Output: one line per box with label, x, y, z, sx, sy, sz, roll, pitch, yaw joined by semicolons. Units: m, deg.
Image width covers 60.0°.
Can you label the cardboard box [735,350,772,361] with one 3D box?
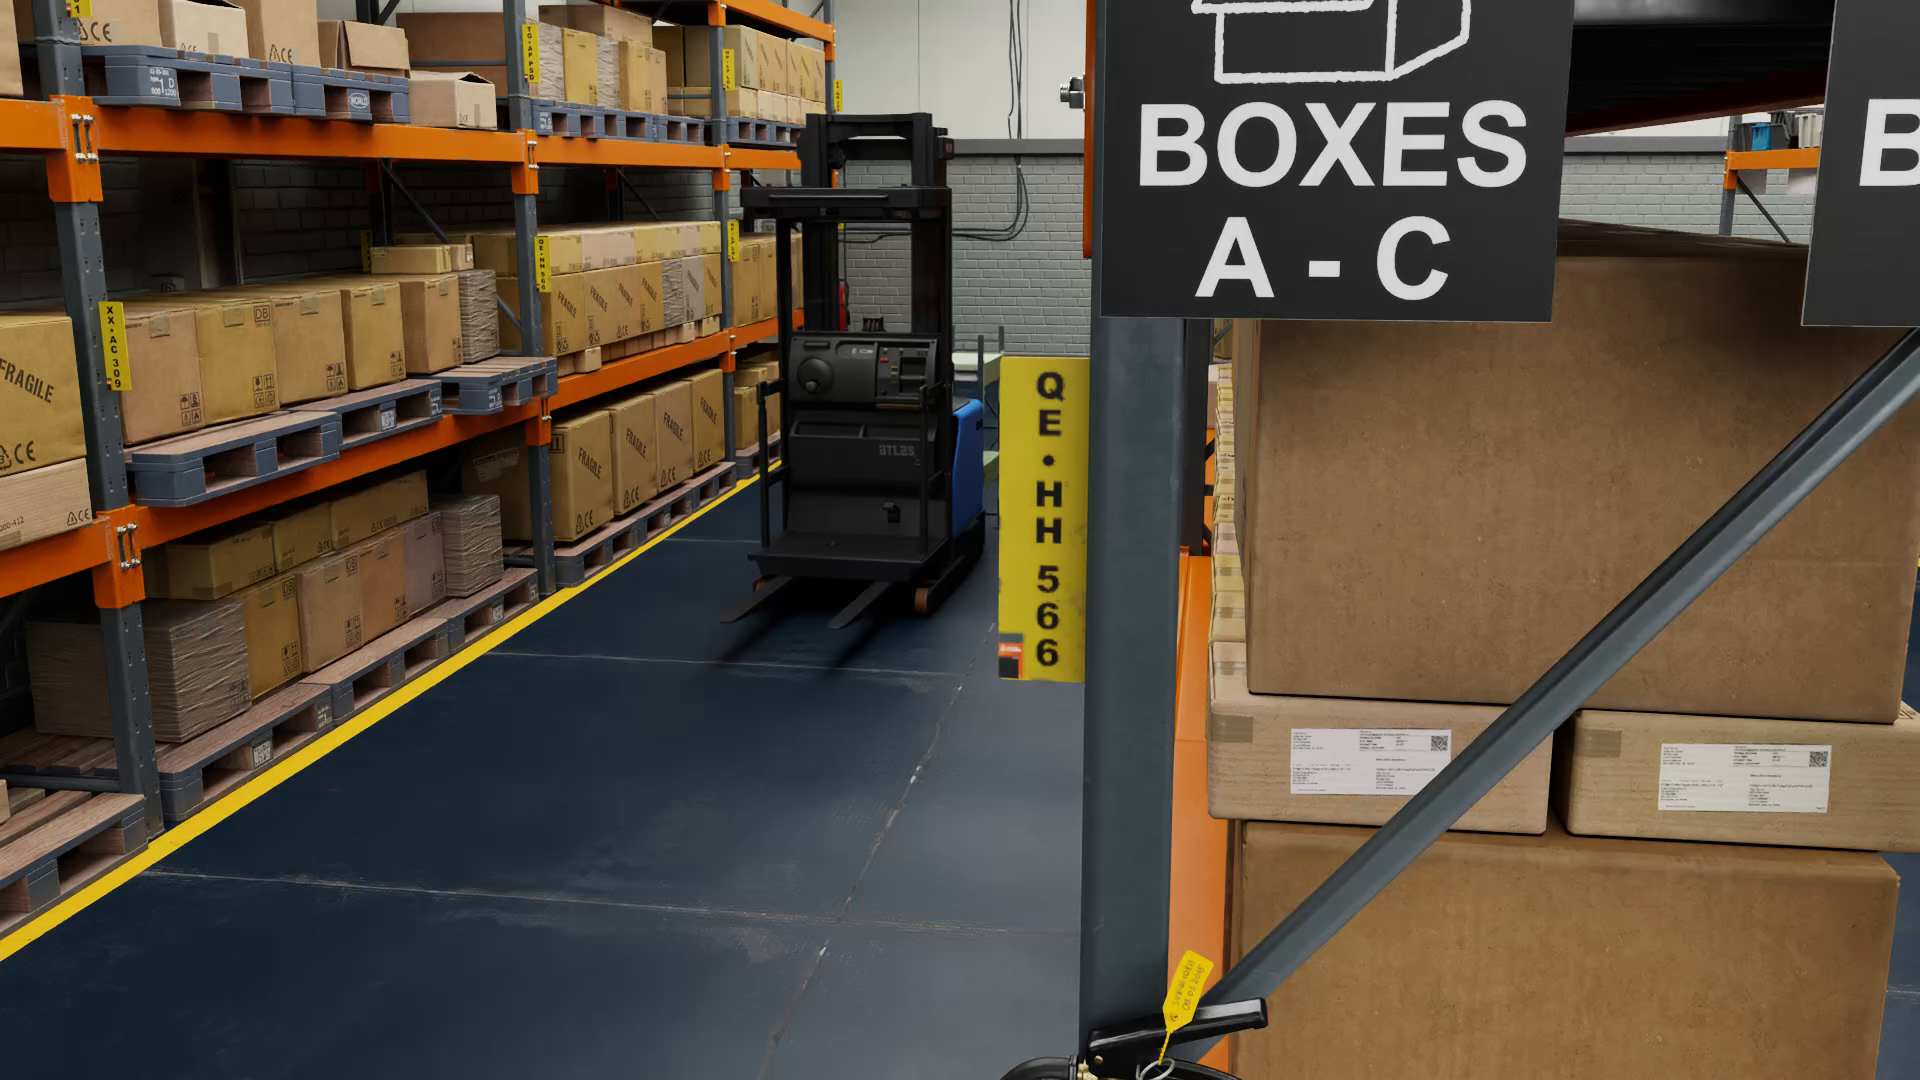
cardboard box;-2.115;-1.832;16.770;0.380;0.149;0.250;2;12;9

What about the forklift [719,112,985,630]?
forklift;-0.642;-1.074;10.021;1.130;2.935;3.031;3;12;12

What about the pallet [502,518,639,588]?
pallet;-2.847;0.061;11.208;1.003;0.211;1.213;2;12;9

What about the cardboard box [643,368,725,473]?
cardboard box;-2.399;-0.988;13.562;0.750;0.750;0.750;2;12;9

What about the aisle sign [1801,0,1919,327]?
aisle sign;0.915;-0.562;1.312;0.394;0.787;0.004;2;12;9

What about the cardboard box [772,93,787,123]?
cardboard box;-1.896;-3.968;15.287;0.500;0.250;0.500;2;12;7

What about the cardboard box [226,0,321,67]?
cardboard box;-3.305;-2.396;7.636;0.500;0.500;0.500;1;12;7

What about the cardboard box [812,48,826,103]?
cardboard box;-1.655;-4.658;16.709;0.500;0.500;0.500;2;12;8

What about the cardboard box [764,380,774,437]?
cardboard box;-2.130;-1.213;15.438;0.700;0.500;0.500;2;12;8

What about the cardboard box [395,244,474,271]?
cardboard box;-3.066;-1.648;9.701;0.380;0.149;0.250;0;12;1

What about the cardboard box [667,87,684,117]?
cardboard box;-2.554;-3.770;14.369;0.500;0.250;0.500;2;12;9

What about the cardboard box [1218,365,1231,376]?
cardboard box;1.005;-0.464;5.249;0.380;0.149;0.250;2;12;9

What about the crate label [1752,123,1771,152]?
crate label;7.516;-3.696;15.259;0.408;0.251;0.502;2;12;9

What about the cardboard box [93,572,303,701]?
cardboard box;-3.531;0.436;7.737;0.700;0.500;0.500;2;12;8

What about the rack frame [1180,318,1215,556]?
rack frame;1.238;-0.148;5.559;1.000;3.000;0.127;2;12;9

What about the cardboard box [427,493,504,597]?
cardboard box;-3.102;0.018;9.677;0.700;0.500;0.500;2;12;9

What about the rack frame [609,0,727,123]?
rack frame;-2.427;-4.905;13.395;1.000;3.000;0.127;2;12;9

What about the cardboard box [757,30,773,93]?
cardboard box;-1.968;-4.233;14.737;0.500;0.500;0.500;2;12;7

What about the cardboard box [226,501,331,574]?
cardboard box;-3.420;-0.021;8.080;0.500;0.250;0.500;2;12;7

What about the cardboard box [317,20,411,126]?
cardboard box;-3.333;-2.400;8.596;0.797;0.503;0.637;4;13;17

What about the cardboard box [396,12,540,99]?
cardboard box;-3.026;-2.971;10.259;0.700;0.500;0.500;1;12;4

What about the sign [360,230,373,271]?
sign;-3.591;-1.723;10.122;0.100;0.325;0.005;2;12;9

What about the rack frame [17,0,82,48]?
rack frame;-3.658;-3.240;5.668;1.000;3.000;0.127;2;12;9

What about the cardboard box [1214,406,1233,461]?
cardboard box;0.849;-0.251;4.262;0.380;0.149;0.250;1;12;7

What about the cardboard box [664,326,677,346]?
cardboard box;-2.385;-1.569;12.702;0.380;0.149;0.250;2;12;9

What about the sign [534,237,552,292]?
sign;-2.505;-1.652;9.978;0.100;0.325;0.005;2;12;9

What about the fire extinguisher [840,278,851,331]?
fire extinguisher;-1.333;-2.602;18.015;0.296;0.674;0.183;2;12;9

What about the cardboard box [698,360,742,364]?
cardboard box;-2.271;-1.619;15.783;0.380;0.149;0.250;2;12;9

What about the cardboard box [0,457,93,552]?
cardboard box;-3.431;-0.135;5.811;0.500;0.250;0.500;2;12;9

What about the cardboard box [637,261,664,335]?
cardboard box;-2.475;-1.758;12.038;0.500;0.500;0.500;2;12;10

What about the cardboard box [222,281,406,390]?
cardboard box;-3.274;-1.046;8.444;0.700;0.500;0.500;2;12;9

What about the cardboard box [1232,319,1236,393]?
cardboard box;1.099;-0.633;4.494;0.700;0.500;0.500;2;12;9

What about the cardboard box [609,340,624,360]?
cardboard box;-2.593;-1.357;11.718;0.380;0.149;0.250;2;12;10

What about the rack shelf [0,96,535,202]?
rack shelf;-3.350;-1.838;7.992;1.077;0.370;4.000;2;12;9

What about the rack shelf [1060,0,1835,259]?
rack shelf;0.930;-0.846;3.387;1.077;0.370;4.000;2;12;9

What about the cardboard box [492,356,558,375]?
cardboard box;-2.763;-1.088;10.471;0.380;0.149;0.250;2;12;8

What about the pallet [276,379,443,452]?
pallet;-3.306;-0.633;8.266;1.003;0.211;1.213;2;12;9

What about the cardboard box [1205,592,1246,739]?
cardboard box;0.532;0.179;2.267;0.380;0.149;0.250;2;12;10

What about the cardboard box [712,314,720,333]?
cardboard box;-2.199;-1.780;13.683;0.380;0.149;0.250;2;12;9

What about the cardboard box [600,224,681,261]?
cardboard box;-2.413;-2.226;12.430;0.500;0.250;0.500;2;12;10

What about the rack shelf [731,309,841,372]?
rack shelf;-2.120;-2.037;16.035;1.077;0.370;4.000;2;12;9

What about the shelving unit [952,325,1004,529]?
shelving unit;0.044;-0.754;11.930;0.431;1.500;0.755;3;12;12

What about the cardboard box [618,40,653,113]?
cardboard box;-2.693;-3.405;12.273;0.700;0.500;0.500;2;12;8

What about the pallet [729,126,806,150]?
pallet;-1.916;-4.074;16.866;1.003;0.211;1.213;2;12;9

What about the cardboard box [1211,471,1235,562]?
cardboard box;0.691;-0.036;3.265;0.380;0.149;0.250;2;12;10

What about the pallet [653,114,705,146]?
pallet;-2.519;-3.153;12.838;0.805;0.209;1.217;1;12;6

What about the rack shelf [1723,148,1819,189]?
rack shelf;7.670;-3.183;14.229;1.077;0.370;4.000;2;12;9

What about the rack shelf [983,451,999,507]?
rack shelf;0.044;-0.435;11.999;0.431;0.370;0.720;3;12;12

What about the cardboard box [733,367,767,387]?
cardboard box;-1.978;-1.491;15.188;0.380;0.149;0.250;2;12;11

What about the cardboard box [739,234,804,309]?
cardboard box;-1.981;-2.694;16.661;0.980;0.700;0.700;2;12;8

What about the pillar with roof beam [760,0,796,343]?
pillar with roof beam;2.002;-6.189;19.350;9.100;9.000;0.400;2;12;9

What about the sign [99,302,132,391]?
sign;-3.120;-0.715;6.135;0.100;0.325;0.005;2;12;9

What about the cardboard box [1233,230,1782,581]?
cardboard box;0.791;-0.216;2.557;0.700;0.500;0.500;2;12;7
